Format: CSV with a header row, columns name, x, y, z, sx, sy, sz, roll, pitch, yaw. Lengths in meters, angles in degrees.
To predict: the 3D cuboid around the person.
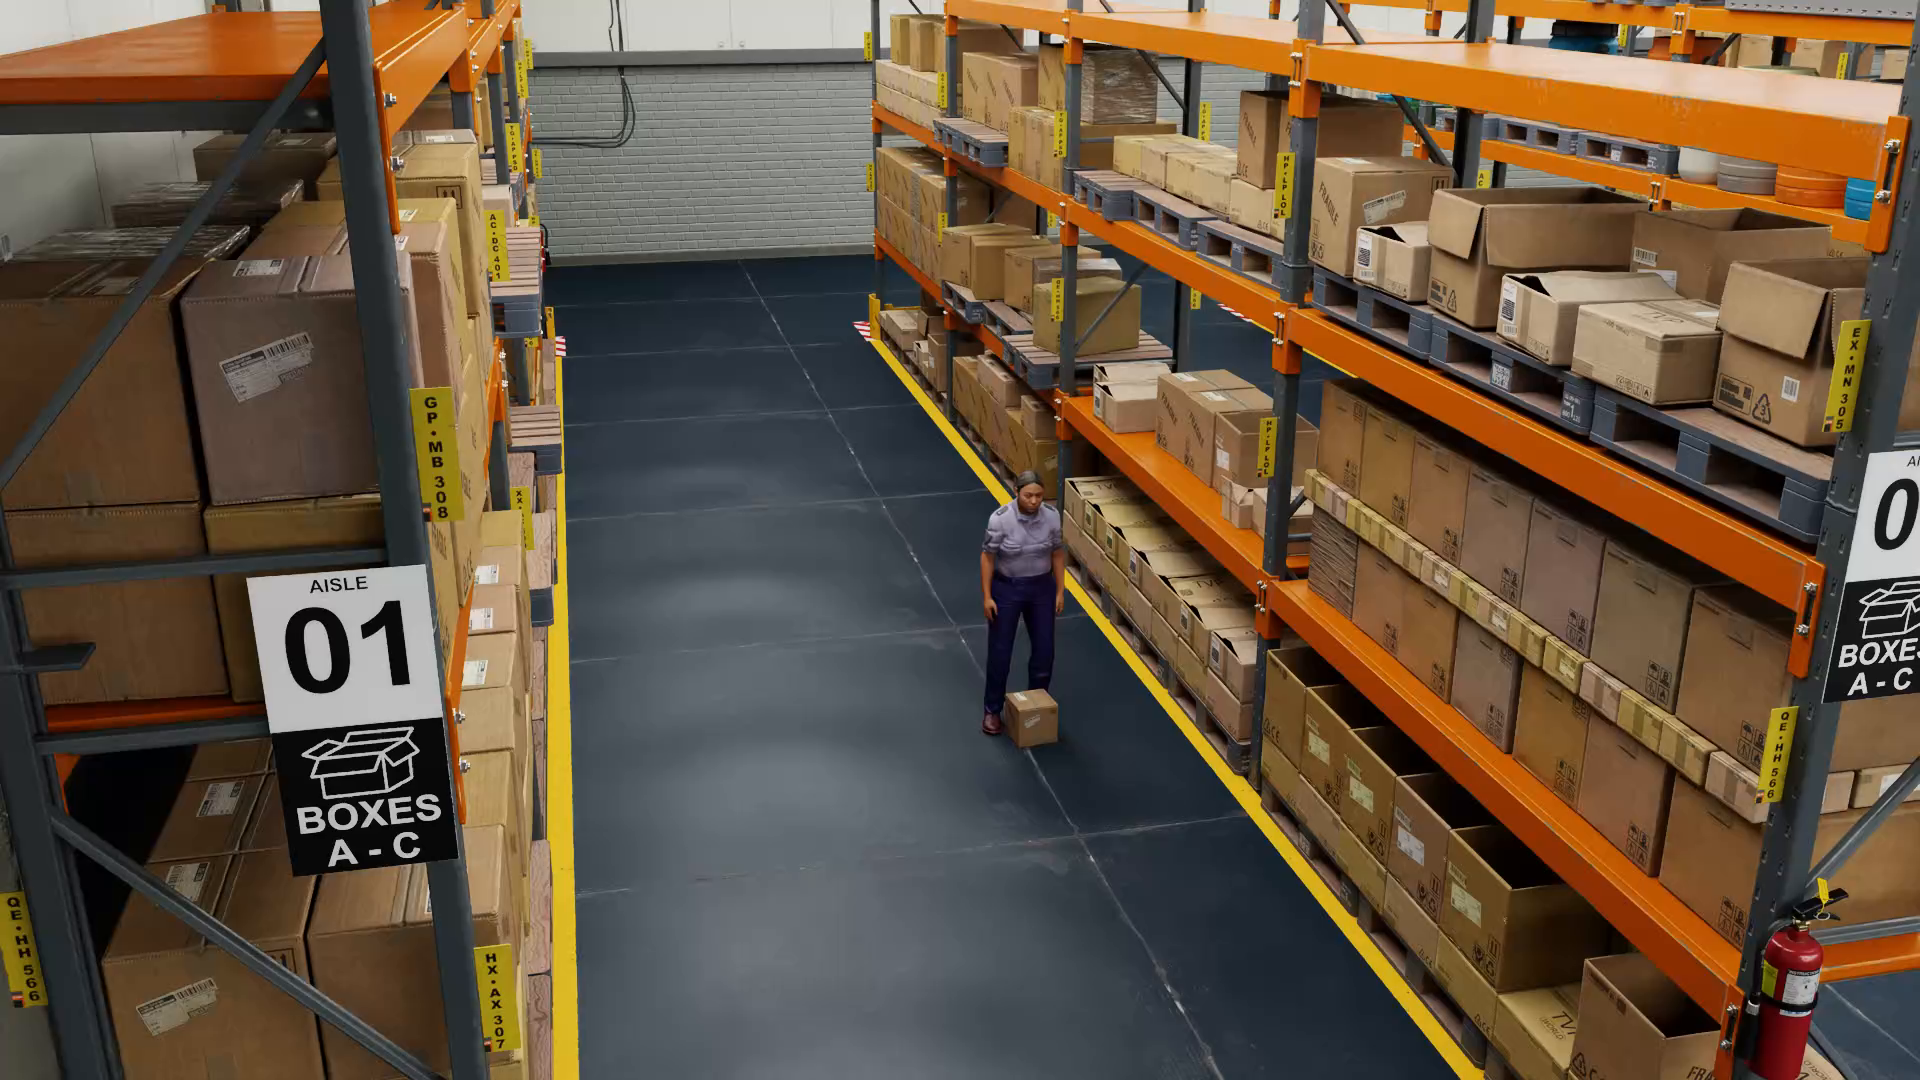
name,x,y,z,sx,sy,sz,roll,pitch,yaw
person,0.385,0.364,10.088,0.538,1.638,0.391,-4,20,-12
